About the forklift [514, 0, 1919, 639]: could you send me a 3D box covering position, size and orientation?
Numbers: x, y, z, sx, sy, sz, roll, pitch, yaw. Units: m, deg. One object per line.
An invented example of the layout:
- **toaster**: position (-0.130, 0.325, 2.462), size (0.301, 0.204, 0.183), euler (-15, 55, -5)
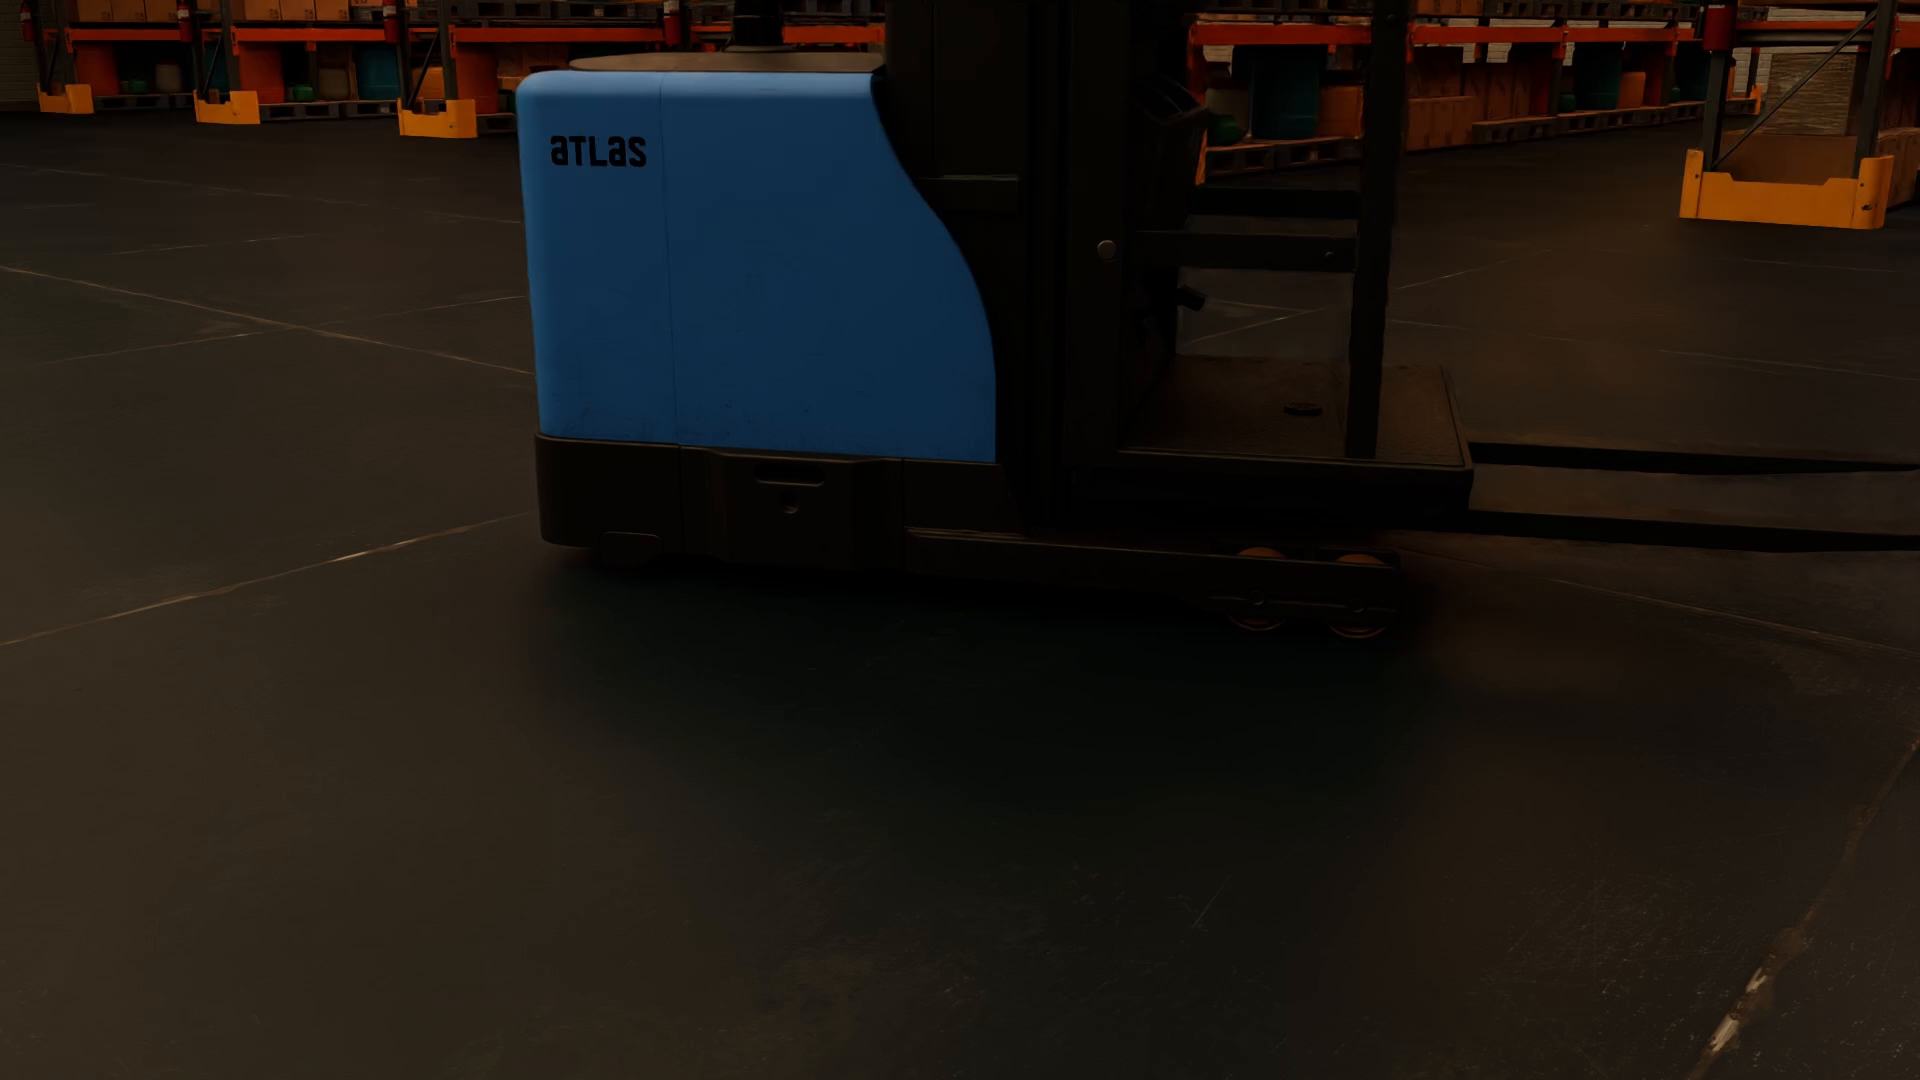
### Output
- **forklift**: position (0.630, -1.376, 3.428), size (3.031, 2.935, 1.130), euler (4, 17, 12)
